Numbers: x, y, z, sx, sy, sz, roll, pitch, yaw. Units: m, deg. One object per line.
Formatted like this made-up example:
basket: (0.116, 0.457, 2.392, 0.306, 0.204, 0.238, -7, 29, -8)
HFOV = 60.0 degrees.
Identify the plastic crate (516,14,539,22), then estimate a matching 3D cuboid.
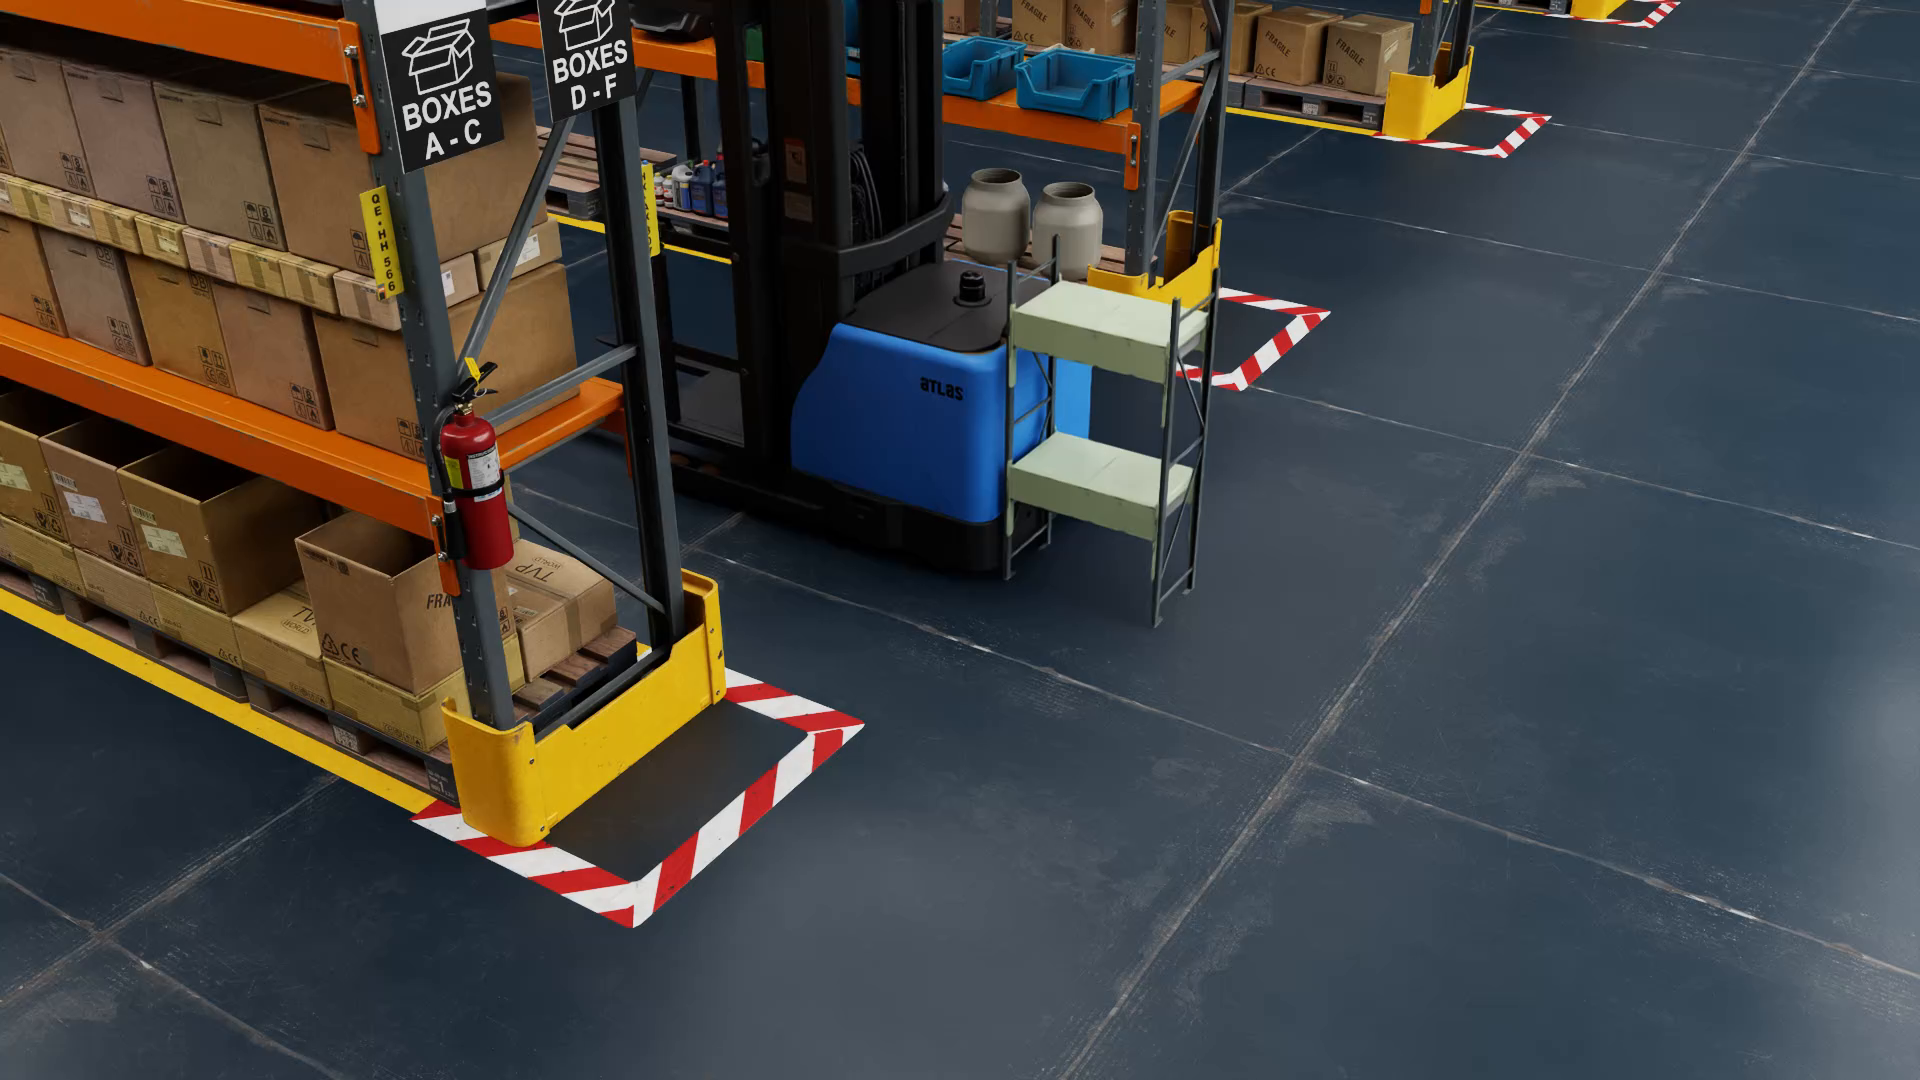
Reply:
plastic crate: (-2.717, -3.707, 11.065, 0.583, 0.464, 0.402, 18, 35, 27)

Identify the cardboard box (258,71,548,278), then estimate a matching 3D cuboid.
cardboard box: (-1.826, -1.244, 5.519, 0.500, 0.500, 0.700, 18, 35, 28)

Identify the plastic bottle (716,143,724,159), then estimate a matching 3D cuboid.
plastic bottle: (-1.671, -2.698, 11.738, 0.097, 0.201, 0.097, 0, 30, 0)

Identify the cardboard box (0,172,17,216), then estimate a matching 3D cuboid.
cardboard box: (-3.562, -1.393, 6.418, 0.250, 0.149, 0.380, 16, 34, 26)

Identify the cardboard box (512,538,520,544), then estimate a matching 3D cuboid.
cardboard box: (-2.154, 0.139, 6.846, 0.500, 0.250, 0.500, 18, 35, 27)

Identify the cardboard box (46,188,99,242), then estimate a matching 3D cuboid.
cardboard box: (-3.132, -1.255, 6.182, 0.250, 0.149, 0.380, 17, 34, 27)

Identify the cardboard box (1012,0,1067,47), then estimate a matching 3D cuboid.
cardboard box: (0.807, -4.772, 15.017, 0.500, 0.500, 0.500, 16, 34, 26)

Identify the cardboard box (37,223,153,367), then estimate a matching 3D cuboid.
cardboard box: (-3.094, -1.083, 6.531, 0.500, 0.500, 0.700, 19, 35, 29)

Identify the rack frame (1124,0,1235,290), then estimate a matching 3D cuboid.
rack frame: (1.244, -2.609, 9.246, 0.127, 3.000, 1.000, 18, 35, 27)

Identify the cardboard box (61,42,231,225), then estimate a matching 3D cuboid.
cardboard box: (-2.702, -1.518, 5.988, 0.500, 0.500, 0.700, 18, 35, 28)

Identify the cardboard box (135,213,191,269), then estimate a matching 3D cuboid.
cardboard box: (-2.691, -1.117, 5.945, 0.250, 0.149, 0.380, 19, 35, 29)

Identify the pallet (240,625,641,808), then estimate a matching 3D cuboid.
pallet: (-2.062, 0.521, 6.647, 1.213, 0.211, 1.003, 18, 35, 27)

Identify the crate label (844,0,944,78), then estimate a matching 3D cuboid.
crate label: (-0.459, -3.002, 9.884, 0.616, 0.435, 0.502, 18, 35, 27)

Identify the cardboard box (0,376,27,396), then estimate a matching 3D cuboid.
cardboard box: (-4.126, -0.497, 7.192, 0.500, 0.500, 0.500, 18, 35, 27)

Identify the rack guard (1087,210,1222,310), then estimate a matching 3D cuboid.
rack guard: (1.155, -1.530, 9.876, 0.348, 0.500, 1.175, 18, 35, 27)

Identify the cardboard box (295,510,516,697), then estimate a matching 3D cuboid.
cardboard box: (-2.005, 0.170, 6.050, 0.500, 0.500, 0.500, 18, 35, 27)

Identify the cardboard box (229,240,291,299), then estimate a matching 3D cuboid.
cardboard box: (-2.256, -0.978, 5.707, 0.250, 0.149, 0.380, 17, 34, 27)

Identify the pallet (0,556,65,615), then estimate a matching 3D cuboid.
pallet: (-4.129, -0.132, 7.767, 1.213, 0.211, 1.003, 18, 35, 27)

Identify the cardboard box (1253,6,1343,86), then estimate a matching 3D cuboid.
cardboard box: (2.833, -4.145, 13.942, 0.500, 0.500, 0.500, -25, 38, -36)

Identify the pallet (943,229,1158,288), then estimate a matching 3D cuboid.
pallet: (0.470, -1.625, 10.326, 1.213, 0.211, 1.003, 18, 35, 27)

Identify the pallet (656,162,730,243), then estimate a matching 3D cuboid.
pallet: (-1.597, -2.278, 11.446, 1.213, 0.211, 1.003, 18, 35, 27)

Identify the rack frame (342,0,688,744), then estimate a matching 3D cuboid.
rack frame: (-1.392, -0.496, 5.623, 0.127, 3.000, 1.000, 18, 35, 27)

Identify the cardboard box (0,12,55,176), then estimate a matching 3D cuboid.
cardboard box: (-3.549, -1.786, 6.447, 0.500, 0.500, 0.700, 18, 35, 27)

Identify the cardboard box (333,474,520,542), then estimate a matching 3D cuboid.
cardboard box: (-2.153, -0.185, 6.659, 0.500, 0.500, 0.500, 18, 35, 27)

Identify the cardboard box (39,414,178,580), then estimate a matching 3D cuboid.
cardboard box: (-3.282, -0.226, 6.729, 0.500, 0.500, 0.500, 18, 35, 27)

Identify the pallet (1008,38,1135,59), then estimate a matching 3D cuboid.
pallet: (1.077, -4.425, 15.126, 1.213, 0.211, 1.003, 18, 35, 27)

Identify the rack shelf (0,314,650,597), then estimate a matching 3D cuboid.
rack shelf: (-3.086, -0.721, 6.723, 4.000, 0.370, 1.077, 18, 35, 27)

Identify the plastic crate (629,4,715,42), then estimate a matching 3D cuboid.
plastic crate: (-1.768, -3.459, 10.765, 0.504, 0.338, 0.767, 18, 35, 27)

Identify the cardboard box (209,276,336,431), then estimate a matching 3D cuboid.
cardboard box: (-2.228, -0.808, 6.060, 0.500, 0.500, 0.700, 19, 35, 29)

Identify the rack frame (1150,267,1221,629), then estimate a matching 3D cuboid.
rack frame: (0.926, -0.355, 6.869, 0.023, 1.500, 0.400, 18, 35, 27)

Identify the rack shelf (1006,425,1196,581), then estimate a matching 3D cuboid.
rack shelf: (0.616, -0.171, 7.202, 0.720, 0.370, 0.431, 18, 35, 27)

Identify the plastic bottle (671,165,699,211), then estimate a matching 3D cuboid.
plastic bottle: (-1.819, -2.347, 11.062, 0.135, 0.276, 0.152, 19, 35, 29)

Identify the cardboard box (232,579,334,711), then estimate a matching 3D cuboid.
cardboard box: (-2.434, 0.364, 6.461, 0.500, 0.250, 0.500, 18, 35, 27)

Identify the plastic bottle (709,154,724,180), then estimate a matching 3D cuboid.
plastic bottle: (-1.604, -2.395, 11.070, 0.185, 0.351, 0.144, 18, 35, 27)

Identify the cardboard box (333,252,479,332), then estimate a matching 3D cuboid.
cardboard box: (-1.817, -0.840, 5.471, 0.250, 0.149, 0.380, 17, 34, 27)

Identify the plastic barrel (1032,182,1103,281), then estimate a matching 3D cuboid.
plastic barrel: (0.646, -1.860, 10.013, 0.421, 0.512, 0.421, 0, 30, 0)

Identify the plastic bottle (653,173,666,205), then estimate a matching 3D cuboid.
plastic bottle: (-2.021, -2.362, 11.163, 0.097, 0.201, 0.097, 0, 30, 0)

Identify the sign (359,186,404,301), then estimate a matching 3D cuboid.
sign: (-1.693, -0.871, 4.881, 0.005, 0.325, 0.100, 18, 35, 27)

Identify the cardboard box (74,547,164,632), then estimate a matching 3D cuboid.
cardboard box: (-3.281, 0.096, 6.921, 0.500, 0.250, 0.500, 18, 35, 27)

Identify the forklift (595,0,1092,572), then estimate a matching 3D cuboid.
forklift: (-0.891, -1.673, 7.709, 3.031, 2.935, 1.130, 18, 35, 27)

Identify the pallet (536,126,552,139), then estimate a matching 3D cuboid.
pallet: (-3.867, -2.996, 12.677, 1.213, 0.211, 1.003, 18, 35, 27)

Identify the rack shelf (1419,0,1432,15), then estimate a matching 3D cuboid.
rack shelf: (2.183, -4.948, 13.969, 4.000, 0.370, 1.077, 18, 35, 27)

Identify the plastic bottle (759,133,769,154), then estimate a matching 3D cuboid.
plastic bottle: (-1.283, -2.626, 11.466, 0.185, 0.351, 0.144, 16, 34, 25)

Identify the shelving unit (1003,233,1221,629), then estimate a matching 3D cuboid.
shelving unit: (0.616, -0.453, 7.038, 0.755, 1.500, 0.431, 18, 35, 27)

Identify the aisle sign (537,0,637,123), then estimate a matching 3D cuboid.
aisle sign: (-1.174, -1.732, 5.162, 0.004, 0.787, 0.394, 18, 35, 27)

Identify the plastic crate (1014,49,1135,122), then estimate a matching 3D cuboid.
plastic crate: (0.661, -2.551, 9.294, 0.616, 0.251, 0.499, 18, 35, 27)

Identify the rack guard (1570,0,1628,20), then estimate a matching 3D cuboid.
rack guard: (6.620, -5.727, 17.070, 0.348, 0.500, 1.175, 18, 35, 27)

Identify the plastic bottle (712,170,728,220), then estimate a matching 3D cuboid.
plastic bottle: (-1.521, -2.283, 10.878, 0.185, 0.351, 0.144, 16, 34, 25)

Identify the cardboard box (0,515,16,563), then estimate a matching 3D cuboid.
cardboard box: (-4.128, -0.172, 7.379, 0.500, 0.250, 0.500, 18, 35, 27)

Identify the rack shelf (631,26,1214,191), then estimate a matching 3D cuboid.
rack shelf: (-0.450, -2.834, 10.345, 4.000, 0.370, 1.077, 18, 35, 27)

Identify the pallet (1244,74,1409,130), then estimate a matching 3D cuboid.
pallet: (3.144, -3.772, 14.006, 1.213, 0.211, 1.003, 18, 35, 27)

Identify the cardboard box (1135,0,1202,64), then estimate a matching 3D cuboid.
cardboard box: (1.864, -4.489, 14.532, 0.500, 0.500, 0.500, 14, 33, 23)
